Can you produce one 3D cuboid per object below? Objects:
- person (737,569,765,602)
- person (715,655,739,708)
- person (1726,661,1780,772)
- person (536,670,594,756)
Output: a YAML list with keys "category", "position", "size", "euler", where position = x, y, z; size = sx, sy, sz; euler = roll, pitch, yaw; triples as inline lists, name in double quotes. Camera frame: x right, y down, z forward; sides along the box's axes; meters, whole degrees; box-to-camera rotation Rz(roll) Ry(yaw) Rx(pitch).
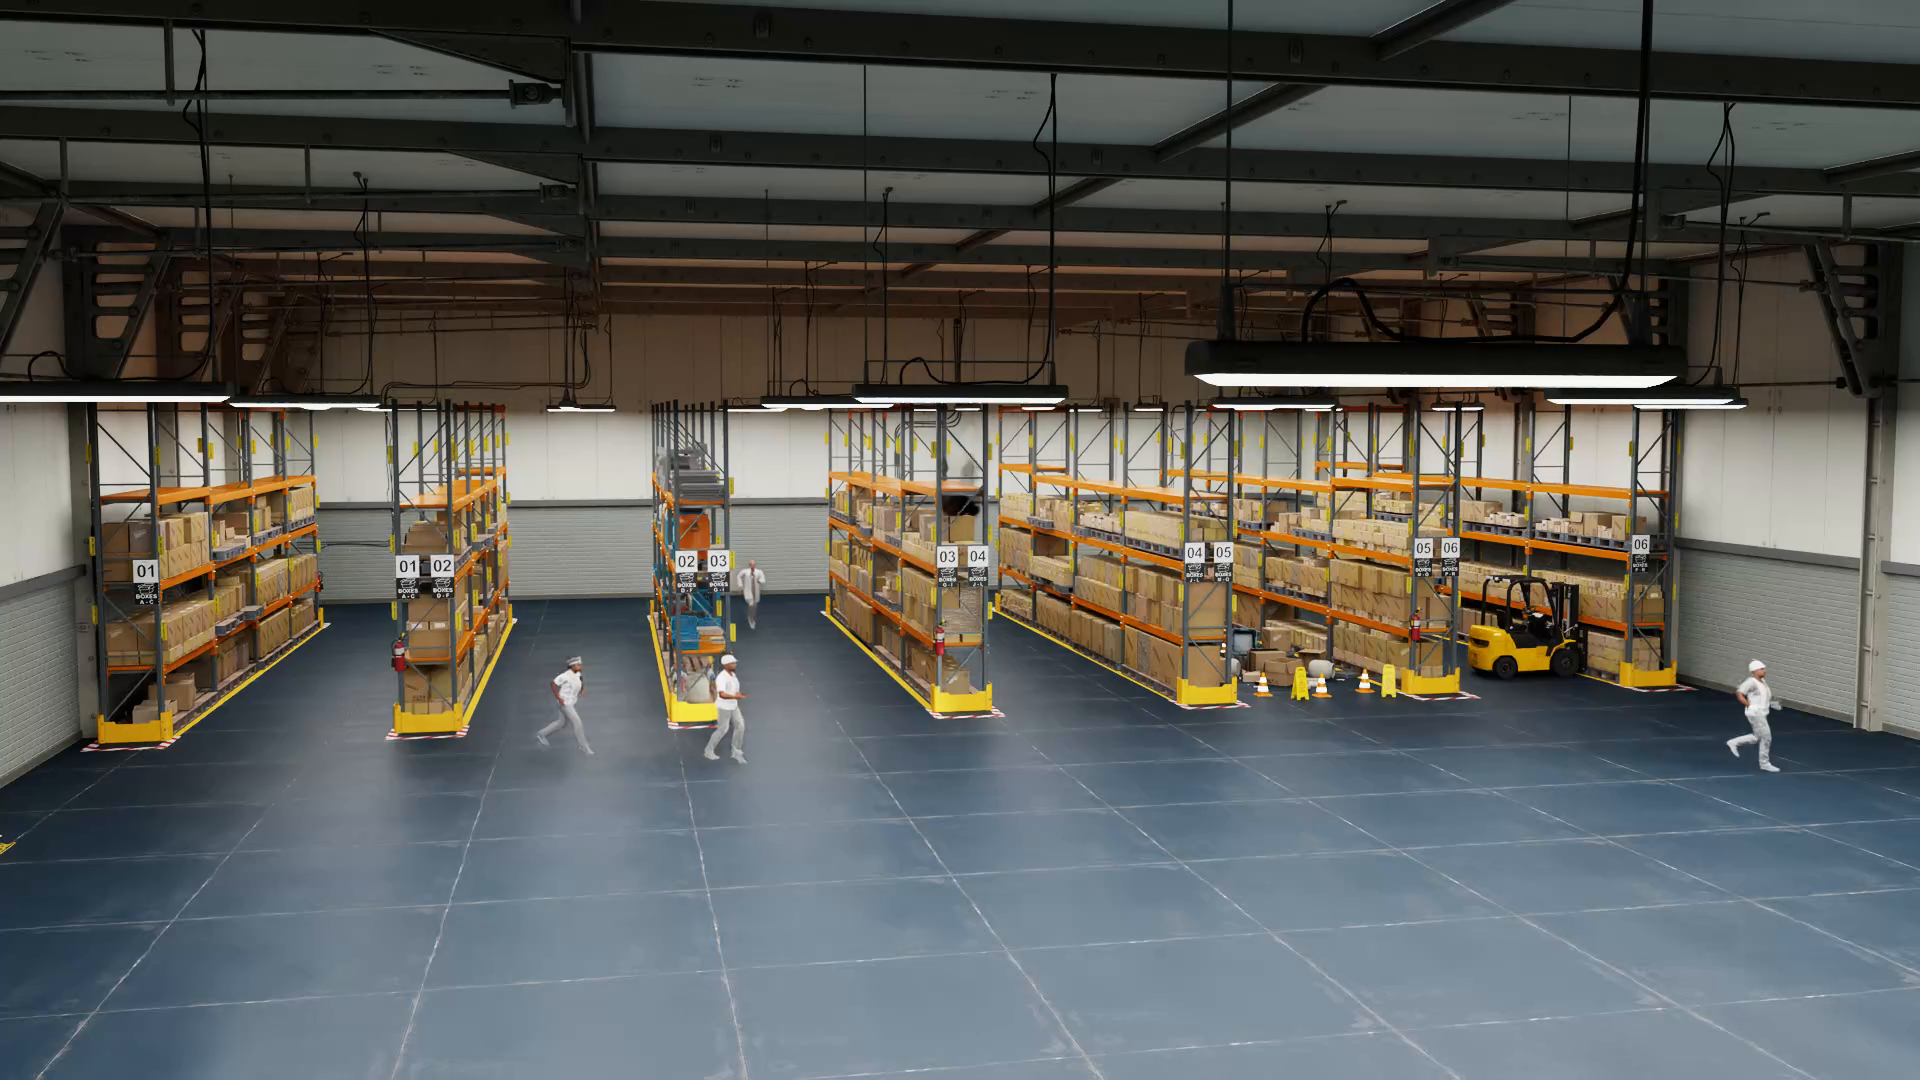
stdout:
- category: "person"
  position: [-5.589, 1.210, 44.764]
  size: [0.668, 0.942, 0.625]
  euler: [-2, 5, -24]
- category: "person"
  position: [-3.808, 2.313, 27.278]
  size: [0.370, 0.872, 0.434]
  euler: [1, 4, 15]
- category: "person"
  position: [12.857, 2.829, 26.873]
  size: [0.807, 1.771, 0.449]
  euler: [4, 6, 40]
- category: "person"
  position: [-6.674, 2.904, 28.099]
  size: [1.063, 1.452, 0.411]
  euler: [1, 4, 10]
